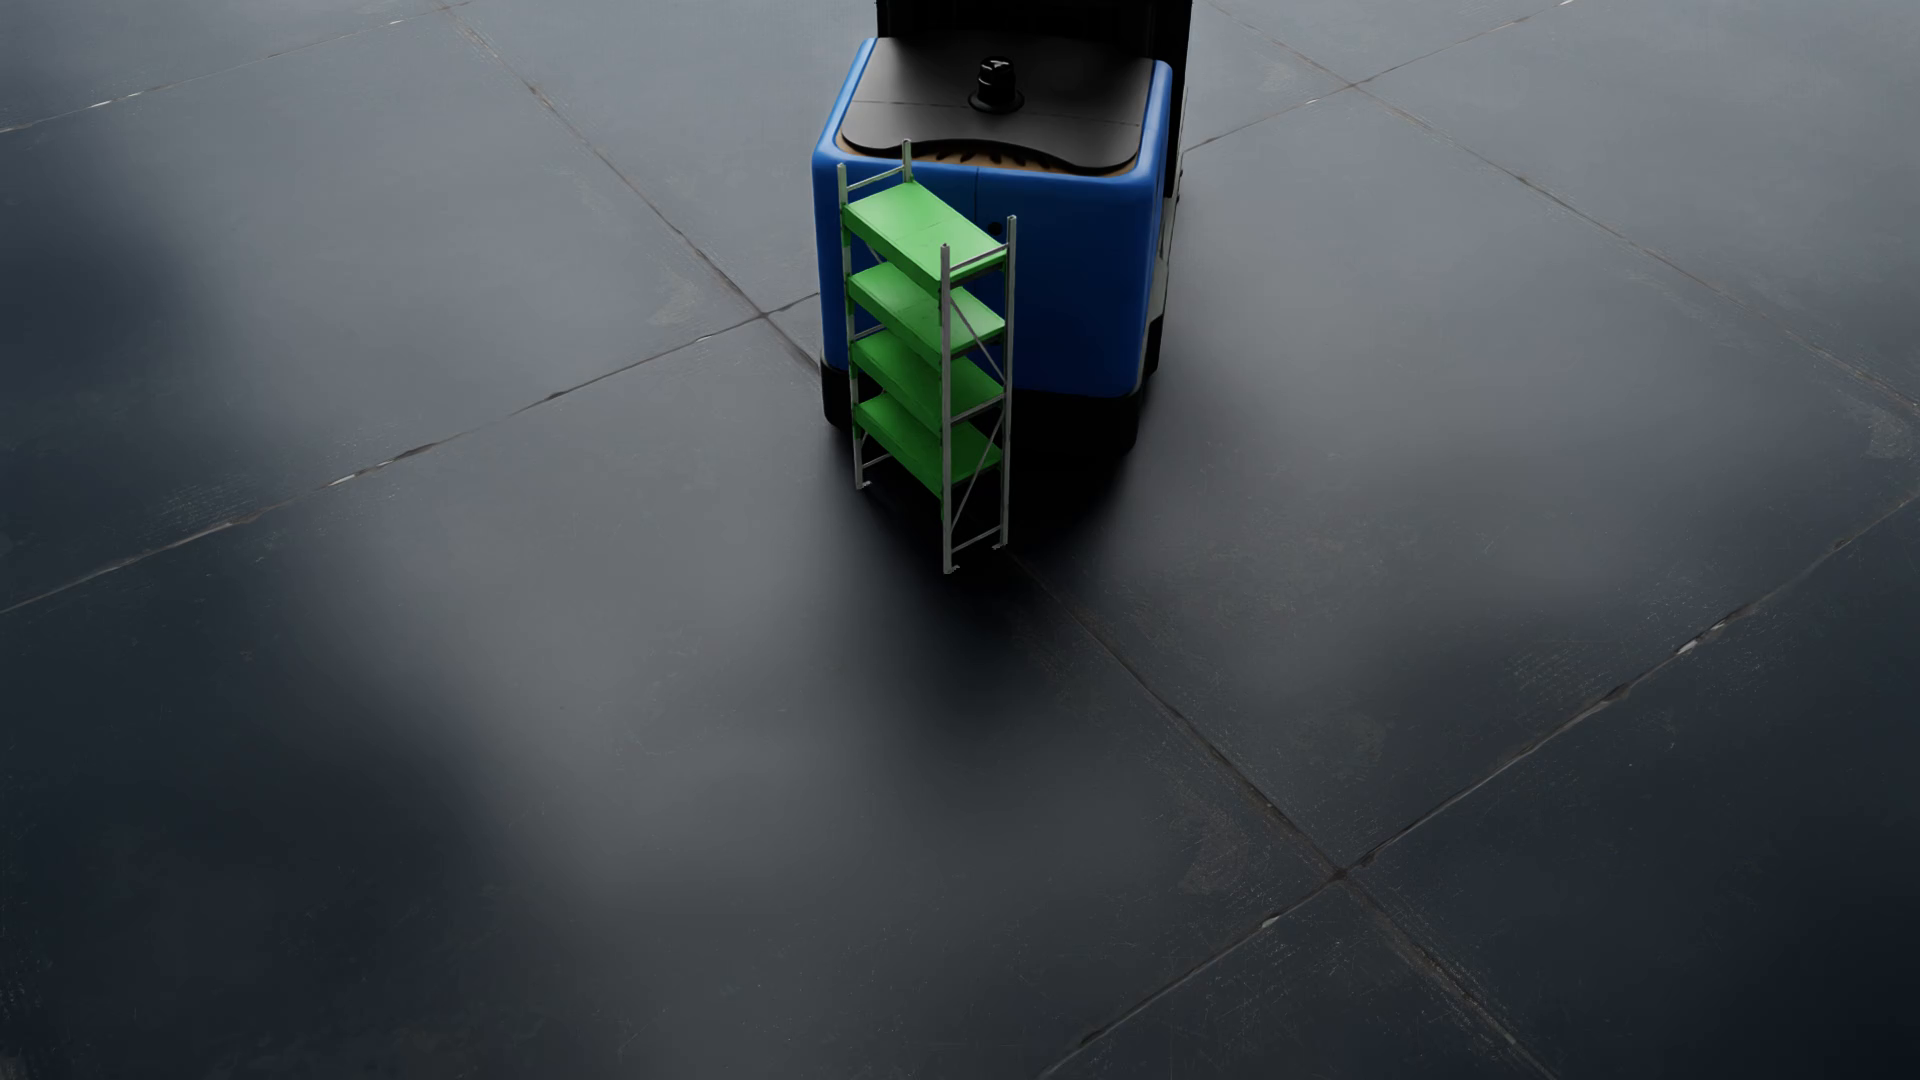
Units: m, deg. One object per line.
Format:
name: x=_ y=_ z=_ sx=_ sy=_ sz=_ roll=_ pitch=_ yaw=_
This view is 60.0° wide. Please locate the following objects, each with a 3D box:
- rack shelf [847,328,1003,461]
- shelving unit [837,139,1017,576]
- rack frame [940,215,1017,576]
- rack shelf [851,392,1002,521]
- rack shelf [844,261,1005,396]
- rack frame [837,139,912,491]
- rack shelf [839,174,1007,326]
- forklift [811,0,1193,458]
rack shelf: x=-0.095 y=-0.466 z=4.962 sx=0.258 sy=0.148 sz=0.480 roll=-27 pitch=50 yaw=-25
shelving unit: x=-0.095 y=-0.512 z=4.918 sx=0.258 sy=1.200 sz=0.503 roll=-27 pitch=50 yaw=-25
rack frame: x=0.049 y=-0.377 z=4.776 sx=0.240 sy=1.200 sz=0.015 roll=-27 pitch=50 yaw=-25
rack shelf: x=-0.095 y=-0.293 z=5.128 sx=0.258 sy=0.148 sz=0.480 roll=-27 pitch=50 yaw=-25
rack shelf: x=-0.095 y=-0.640 z=4.796 sx=0.258 sy=0.148 sz=0.480 roll=-27 pitch=50 yaw=-25
rack frame: x=-0.240 y=-0.648 z=5.060 sx=0.240 sy=1.200 sz=0.015 roll=-27 pitch=50 yaw=-25
rack shelf: x=-0.095 y=-0.813 z=4.630 sx=0.258 sy=0.148 sz=0.480 roll=-27 pitch=50 yaw=-25
forklift: x=0.295 y=-2.354 z=5.594 sx=1.130 sy=2.935 sz=3.031 roll=7 pitch=44 yaw=7
